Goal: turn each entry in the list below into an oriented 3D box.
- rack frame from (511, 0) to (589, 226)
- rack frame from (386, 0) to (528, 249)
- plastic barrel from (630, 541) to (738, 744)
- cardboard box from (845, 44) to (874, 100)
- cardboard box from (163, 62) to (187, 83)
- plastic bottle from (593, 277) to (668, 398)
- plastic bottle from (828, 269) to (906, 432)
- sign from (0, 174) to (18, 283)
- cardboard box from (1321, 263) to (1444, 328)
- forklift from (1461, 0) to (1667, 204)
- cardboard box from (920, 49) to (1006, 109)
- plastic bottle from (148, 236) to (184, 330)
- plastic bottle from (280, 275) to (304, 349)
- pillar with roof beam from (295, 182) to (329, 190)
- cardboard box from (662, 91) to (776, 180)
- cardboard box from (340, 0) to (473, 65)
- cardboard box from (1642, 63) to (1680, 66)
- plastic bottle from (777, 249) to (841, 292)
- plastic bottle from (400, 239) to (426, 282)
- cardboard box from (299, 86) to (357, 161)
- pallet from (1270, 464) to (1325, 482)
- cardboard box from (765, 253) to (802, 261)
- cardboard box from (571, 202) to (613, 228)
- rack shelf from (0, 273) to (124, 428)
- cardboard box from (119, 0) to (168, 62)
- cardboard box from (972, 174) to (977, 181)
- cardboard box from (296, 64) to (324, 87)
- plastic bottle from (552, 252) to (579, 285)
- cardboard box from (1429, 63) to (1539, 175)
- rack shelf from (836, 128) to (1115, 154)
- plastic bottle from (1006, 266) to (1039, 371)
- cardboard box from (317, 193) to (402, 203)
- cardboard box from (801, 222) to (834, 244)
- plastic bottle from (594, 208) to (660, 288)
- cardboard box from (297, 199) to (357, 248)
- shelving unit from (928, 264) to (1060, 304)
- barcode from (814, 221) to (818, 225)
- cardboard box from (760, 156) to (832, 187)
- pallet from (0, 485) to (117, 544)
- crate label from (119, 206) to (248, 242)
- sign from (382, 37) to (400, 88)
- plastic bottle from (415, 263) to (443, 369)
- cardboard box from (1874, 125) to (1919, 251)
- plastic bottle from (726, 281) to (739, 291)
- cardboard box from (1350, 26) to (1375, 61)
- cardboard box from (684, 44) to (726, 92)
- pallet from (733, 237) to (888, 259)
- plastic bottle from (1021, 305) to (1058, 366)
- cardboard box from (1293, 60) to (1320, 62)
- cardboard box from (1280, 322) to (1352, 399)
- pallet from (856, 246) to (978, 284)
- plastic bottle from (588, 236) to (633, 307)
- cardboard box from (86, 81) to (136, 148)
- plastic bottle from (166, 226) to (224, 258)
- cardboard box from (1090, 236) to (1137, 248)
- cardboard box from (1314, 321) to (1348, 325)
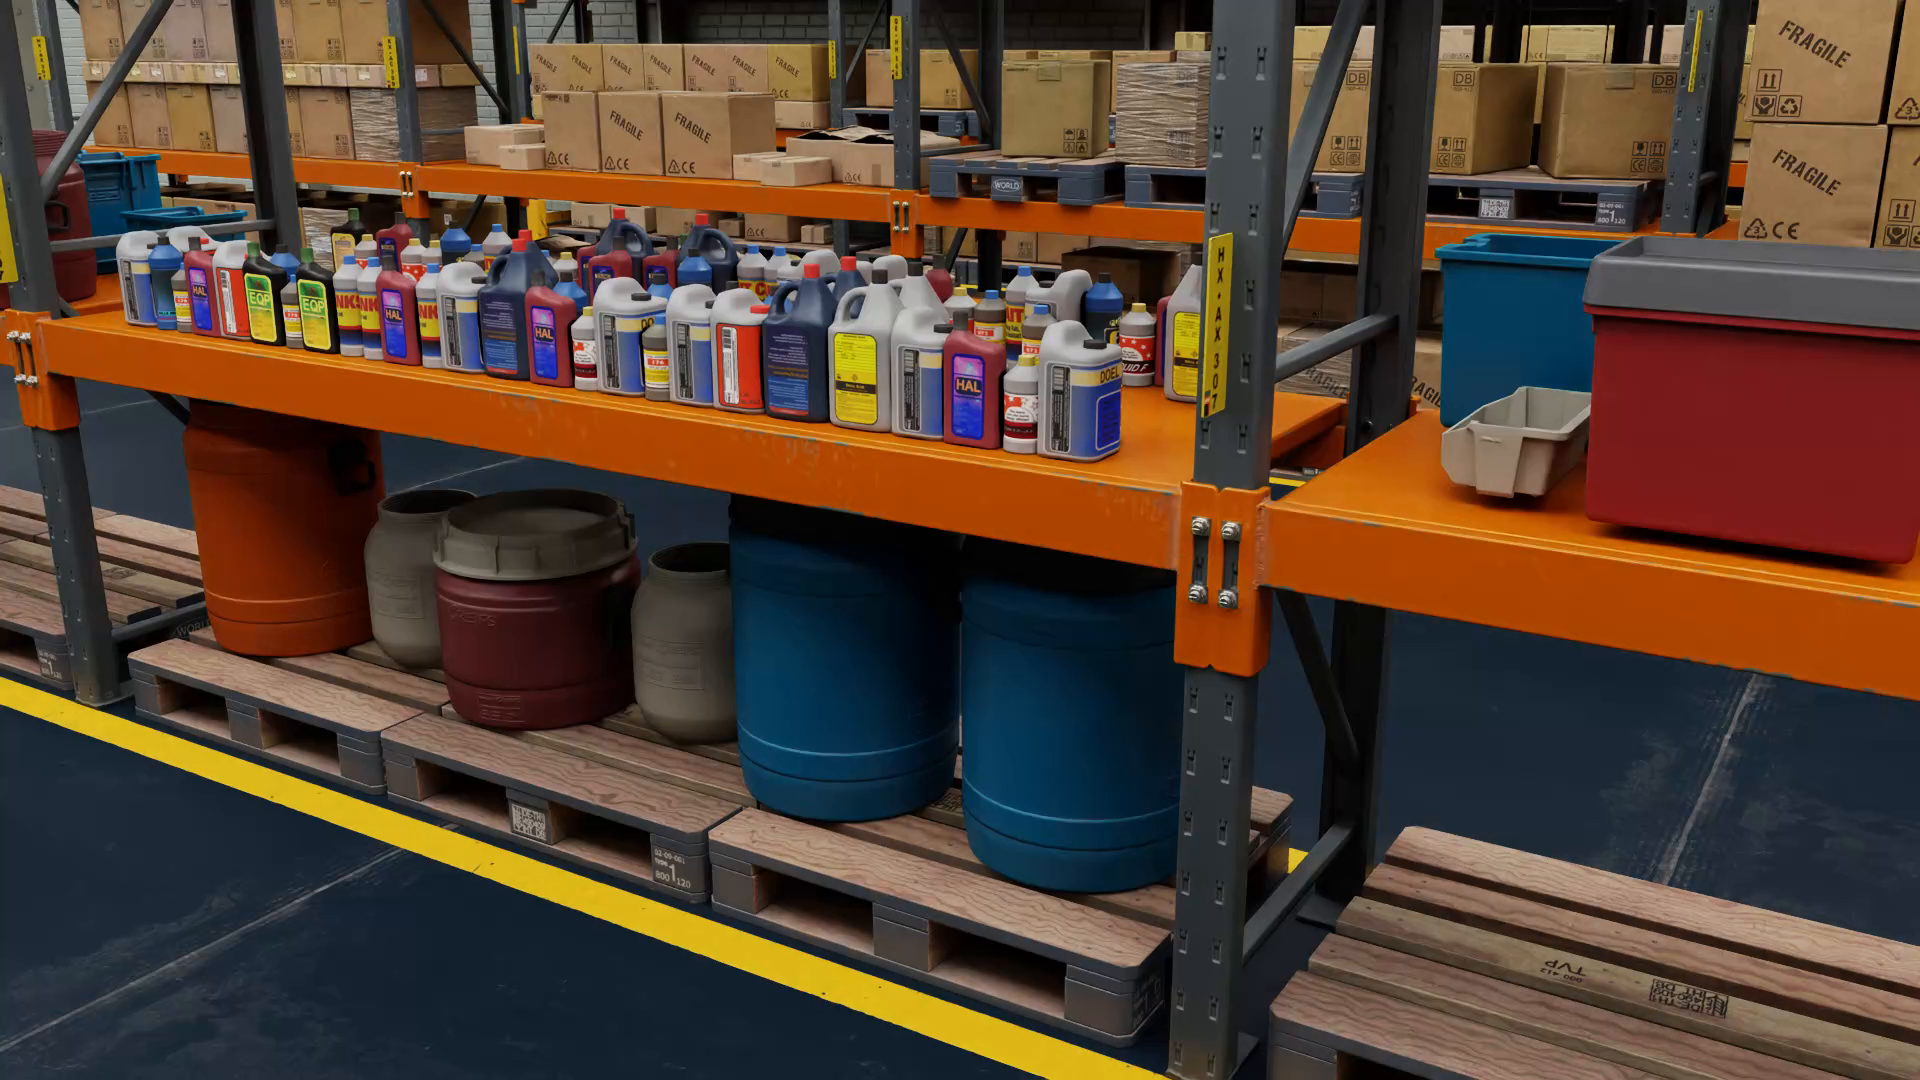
[{"bbox_3d":[-4.283,-4.672,17.602,0.127,3.000,1.000,10,20,30],"label":"rack frame"},{"bbox_3d":[-3.464,-2.837,11.559,0.127,3.000,1.000,10,20,30],"label":"rack frame"},{"bbox_3d":[-0.734,0.293,4.813,0.421,0.512,0.421,0,17,0],"label":"plastic barrel"},{"bbox_3d":[-1.165,-4.484,15.915,0.500,0.500,0.500,10,19,29],"label":"cardboard box"},{"bbox_3d":[-5.770,-3.534,12.565,0.250,0.149,0.380,9,19,28],"label":"cardboard box"},{"bbox_3d":[-0.800,-0.502,4.087,0.135,0.276,0.152,10,20,30],"label":"plastic bottle"},{"bbox_3d":[-0.197,-0.429,3.716,0.185,0.351,0.144,10,20,30],"label":"plastic bottle"},{"bbox_3d":[-2.932,-0.943,5.043,0.005,0.325,0.100,10,20,30],"label":"sign"},{"bbox_3d":[2.217,-1.279,8.685,0.500,0.250,0.500,10,20,30],"label":"cardboard box"},{"bbox_3d":[3.788,-2.502,10.577,1.130,2.935,3.031,6,18,18],"label":"forklift"},{"bbox_3d":[0.014,-4.150,14.953,0.500,0.500,0.700,13,21,36],"label":"cardboard box"},{"bbox_3d":[-2.366,-0.770,4.977,0.097,0.271,0.097,0,17,0],"label":"plastic bottle"},{"bbox_3d":[-1.859,-0.646,4.689,0.097,0.201,0.097,0,17,0],"label":"plastic bottle"},{"bbox_3d":[-10.599,-7.497,16.580,0.400,9.000,9.100,10,20,30],"label":"pillar with roof beam"},{"bbox_3d":[-1.493,-2.527,10.368,0.500,0.500,0.500,9,19,27],"label":"cardboard box"},{"bbox_3d":[-3.845,-3.571,11.573,0.500,0.500,0.700,10,20,30],"label":"cardboard box"},{"bbox_3d":[4.978,-3.130,11.806,0.500,0.500,0.500,10,20,31],"label":"cardboard box"},{"bbox_3d":[-0.424,-0.675,4.656,0.135,0.276,0.152,10,20,30],"label":"plastic bottle"},{"bbox_3d":[-1.797,-0.894,5.505,0.097,0.201,0.097,0,17,0],"label":"plastic bottle"},{"bbox_3d":[-4.298,-3.029,12.020,0.500,0.500,0.700,10,20,29],"label":"cardboard box"},{"bbox_3d":[1.597,-0.585,8.945,1.213,0.211,1.003,10,20,30],"label":"pallet"},{"bbox_3d":[-1.233,-1.690,10.828,0.500,0.311,0.500,10,19,29],"label":"cardboard box"},{"bbox_3d":[-3.740,-3.469,17.509,0.500,0.311,0.500,8,19,24],"label":"cardboard box"},{"bbox_3d":[-4.355,-0.962,6.625,4.000,0.370,1.077,10,20,30],"label":"rack shelf"},{"bbox_3d":[-5.985,-3.953,12.829,0.500,0.500,0.700,10,19,29],"label":"cardboard box"},{"bbox_3d":[0.139,-3.263,15.217,0.500,0.250,0.500,10,19,29],"label":"cardboard box"},{"bbox_3d":[-4.466,-3.300,11.797,0.250,0.149,0.380,10,20,30],"label":"cardboard box"},{"bbox_3d":[-1.216,-0.790,5.164,0.097,0.201,0.097,0,17,0],"label":"plastic bottle"},{"bbox_3d":[2.448,-2.085,8.189,0.500,0.500,0.700,14,22,39],"label":"cardboard box"},{"bbox_3d":[0.830,-3.416,14.702,4.000,0.370,1.077,10,20,30],"label":"rack shelf"},{"bbox_3d":[0.167,-0.577,4.341,0.097,0.271,0.097,0,17,0],"label":"plastic bottle"},{"bbox_3d":[-4.547,-2.381,12.776,0.500,0.500,0.500,10,20,30],"label":"cardboard box"},{"bbox_3d":[-1.346,-2.993,16.191,0.250,0.166,0.380,7,18,23],"label":"cardboard box"},{"bbox_3d":[-0.995,-0.814,4.985,0.185,0.351,0.144,10,20,30],"label":"plastic bottle"},{"bbox_3d":[-4.821,-2.251,12.349,0.500,0.500,0.500,10,20,30],"label":"cardboard box"},{"bbox_3d":[0.141,-0.549,7.124,0.503,1.200,0.258,10,20,30],"label":"shelving unit"},{"bbox_3d":[-1.442,-3.148,16.610,0.075,0.075,0.001,10,20,30],"label":"barcode"},{"bbox_3d":[-0.966,-2.176,9.817,0.250,0.149,0.380,10,20,30],"label":"cardboard box"},{"bbox_3d":[-4.326,0.019,6.955,1.213,0.211,1.003,10,20,30],"label":"pallet"},{"bbox_3d":[-2.813,-1.079,6.060,0.416,0.233,0.303,10,20,30],"label":"crate label"},{"bbox_3d":[-3.753,-3.151,10.968,0.005,0.325,0.100,10,20,30],"label":"sign"},{"bbox_3d":[-1.382,-0.594,4.399,0.097,0.271,0.097,0,17,0],"label":"plastic bottle"},{"bbox_3d":[4.083,-1.445,6.807,0.500,0.500,0.500,11,20,31],"label":"cardboard box"},{"bbox_3d":[-0.553,-0.498,4.082,0.097,0.271,0.097,0,17,0],"label":"plastic bottle"},{"bbox_3d":[3.245,-3.800,12.721,0.500,0.250,0.500,10,19,29],"label":"cardboard box"},{"bbox_3d":[-2.291,-4.510,16.000,0.500,0.500,0.500,9,19,28],"label":"cardboard box"},{"bbox_3d":[-1.465,-2.823,16.312,1.213,0.211,1.003,10,20,30],"label":"pallet"},{"bbox_3d":[0.202,-0.485,4.159,0.097,0.201,0.097,0,17,0],"label":"plastic bottle"},{"bbox_3d":[2.814,-3.518,13.084,0.500,0.500,0.500,11,20,32],"label":"cardboard box"},{"bbox_3d":[1.939,-0.792,8.371,0.500,0.500,0.500,10,20,31],"label":"cardboard box"},{"bbox_3d":[-0.210,-2.612,15.616,1.213,0.211,1.003,10,20,30],"label":"pallet"},{"bbox_3d":[-1.027,-0.753,4.899,0.133,0.283,0.061,10,20,30],"label":"plastic bottle"},{"bbox_3d":[-6.481,-3.419,13.303,0.500,0.500,0.700,10,20,30],"label":"cardboard box"},{"bbox_3d":[-2.371,-0.834,5.181,0.135,0.276,0.152,10,20,30],"label":"plastic bottle"},{"bbox_3d":[1.515,-2.674,14.567,0.500,0.500,0.700,10,20,30],"label":"cardboard box"},{"bbox_3d":[2.187,-0.924,8.807,0.500,0.500,0.500,10,20,31],"label":"cardboard box"}]
